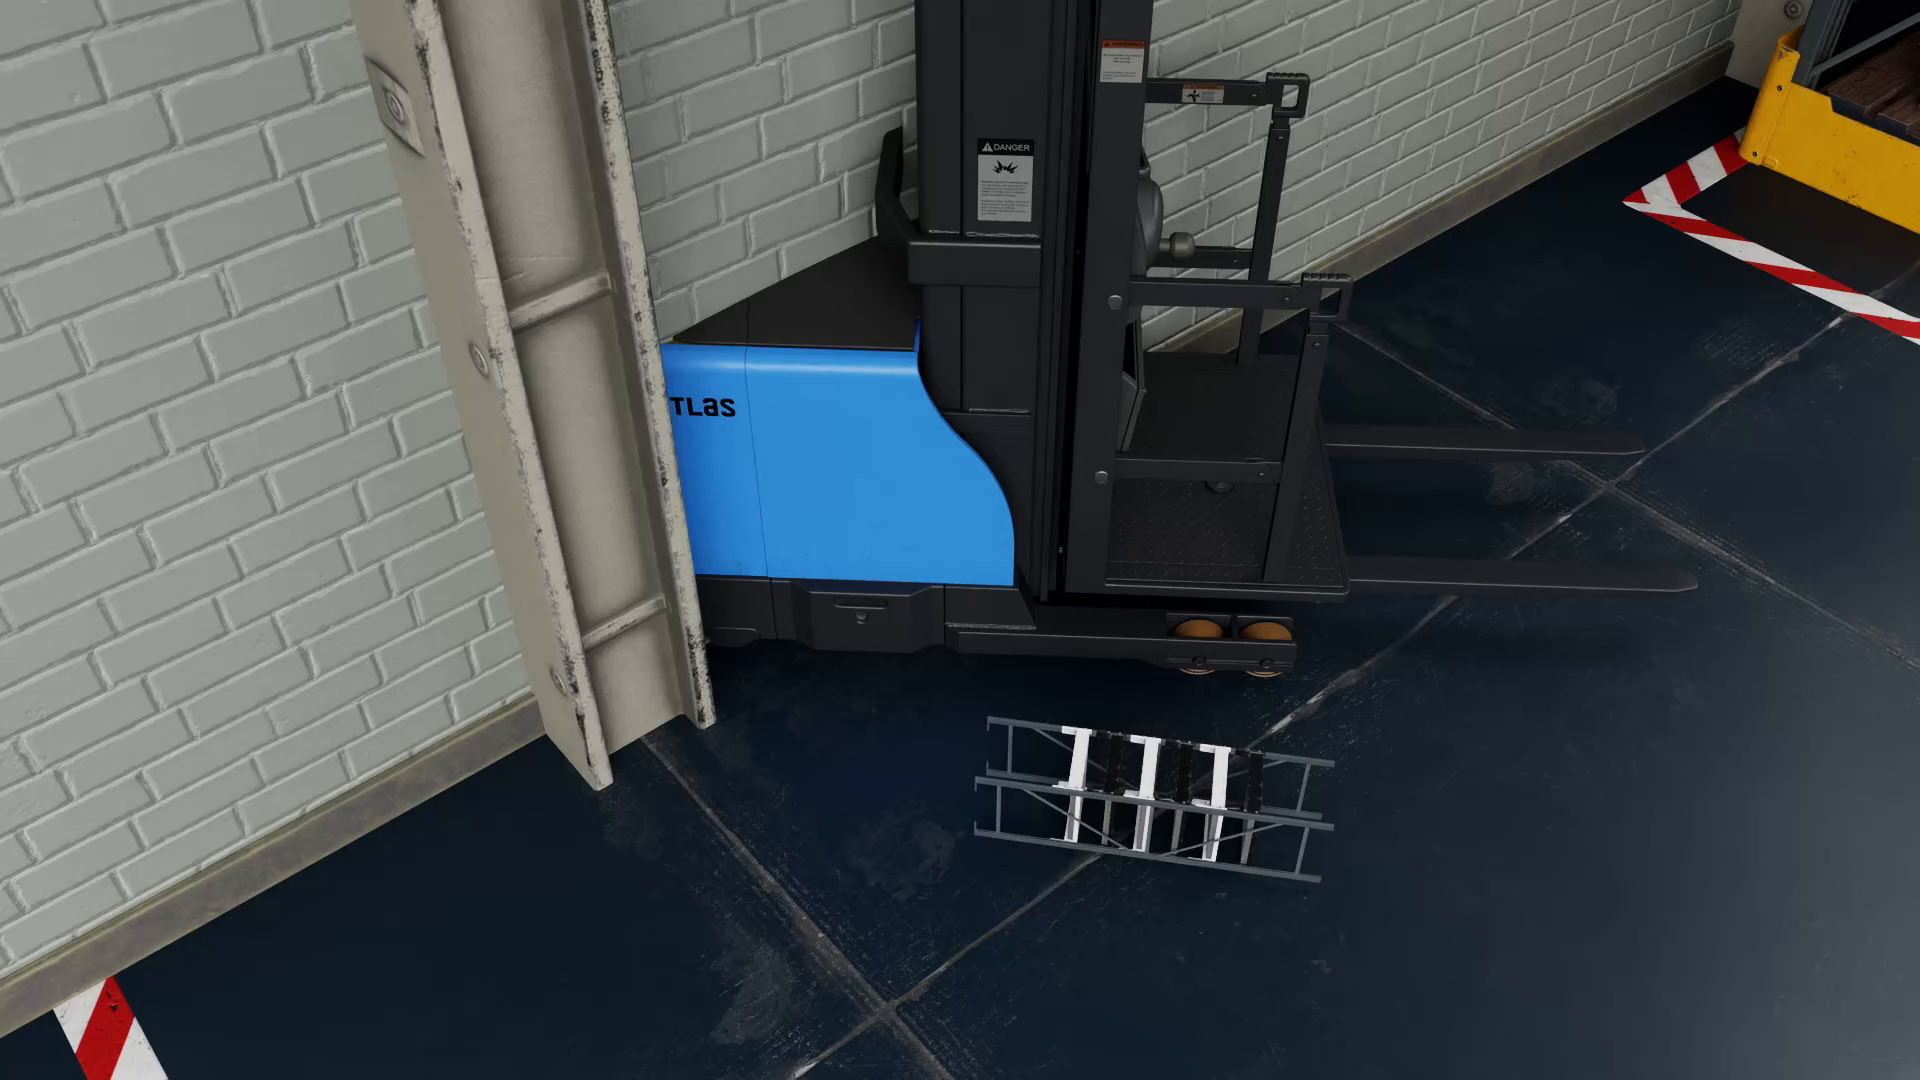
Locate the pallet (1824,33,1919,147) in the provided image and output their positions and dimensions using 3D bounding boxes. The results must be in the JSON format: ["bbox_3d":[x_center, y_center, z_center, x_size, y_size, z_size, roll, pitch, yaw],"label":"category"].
[{"bbox_3d":[4.389,-1.806,7.018,1.213,0.211,1.003,-30,51,-28],"label":"pallet"}]

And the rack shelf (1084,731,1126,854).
[{"bbox_3d":[0.377,0.657,4.335,0.077,0.258,0.200,7,44,7],"label":"rack shelf"}]

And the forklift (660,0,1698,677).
[{"bbox_3d":[0.627,-1.047,4.224,3.031,2.935,1.130,2,43,2],"label":"forklift"}]

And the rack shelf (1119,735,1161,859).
[{"bbox_3d":[0.466,0.668,4.324,0.077,0.258,0.200,7,44,7],"label":"rack shelf"}]

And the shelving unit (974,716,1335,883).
[{"bbox_3d":[0.499,0.671,4.320,0.900,0.258,0.210,7,44,7],"label":"shelving unit"}]

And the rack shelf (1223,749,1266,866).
[{"bbox_3d":[0.732,0.699,4.291,0.077,0.258,0.200,7,44,7],"label":"rack shelf"}]

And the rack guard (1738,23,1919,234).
[{"bbox_3d":[3.744,-1.573,6.559,0.348,0.500,1.175,-30,51,-28],"label":"rack guard"}]

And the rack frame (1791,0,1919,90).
[{"bbox_3d":[3.685,-2.450,5.668,0.127,3.000,1.000,-30,51,-28],"label":"rack frame"}]

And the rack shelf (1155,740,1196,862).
[{"bbox_3d":[0.554,0.678,4.313,0.077,0.258,0.200,7,44,7],"label":"rack shelf"}]

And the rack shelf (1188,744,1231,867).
[{"bbox_3d":[0.643,0.688,4.302,0.077,0.258,0.200,7,44,7],"label":"rack shelf"}]

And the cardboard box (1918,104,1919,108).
[{"bbox_3d":[4.274,-1.887,6.711,0.500,0.311,0.500,33,52,30],"label":"cardboard box"}]

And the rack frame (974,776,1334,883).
[{"bbox_3d":[0.482,0.740,4.247,0.900,0.240,0.006,7,44,7],"label":"rack frame"}]

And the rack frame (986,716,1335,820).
[{"bbox_3d":[0.516,0.603,4.393,0.900,0.240,0.006,7,44,7],"label":"rack frame"}]

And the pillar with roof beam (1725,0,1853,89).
[{"bbox_3d":[6.429,-3.138,2.018,0.400,9.000,9.100,-30,51,-28],"label":"pillar with roof beam"}]

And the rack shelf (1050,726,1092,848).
[{"bbox_3d":[0.288,0.647,4.346,0.077,0.258,0.200,7,44,7],"label":"rack shelf"}]
